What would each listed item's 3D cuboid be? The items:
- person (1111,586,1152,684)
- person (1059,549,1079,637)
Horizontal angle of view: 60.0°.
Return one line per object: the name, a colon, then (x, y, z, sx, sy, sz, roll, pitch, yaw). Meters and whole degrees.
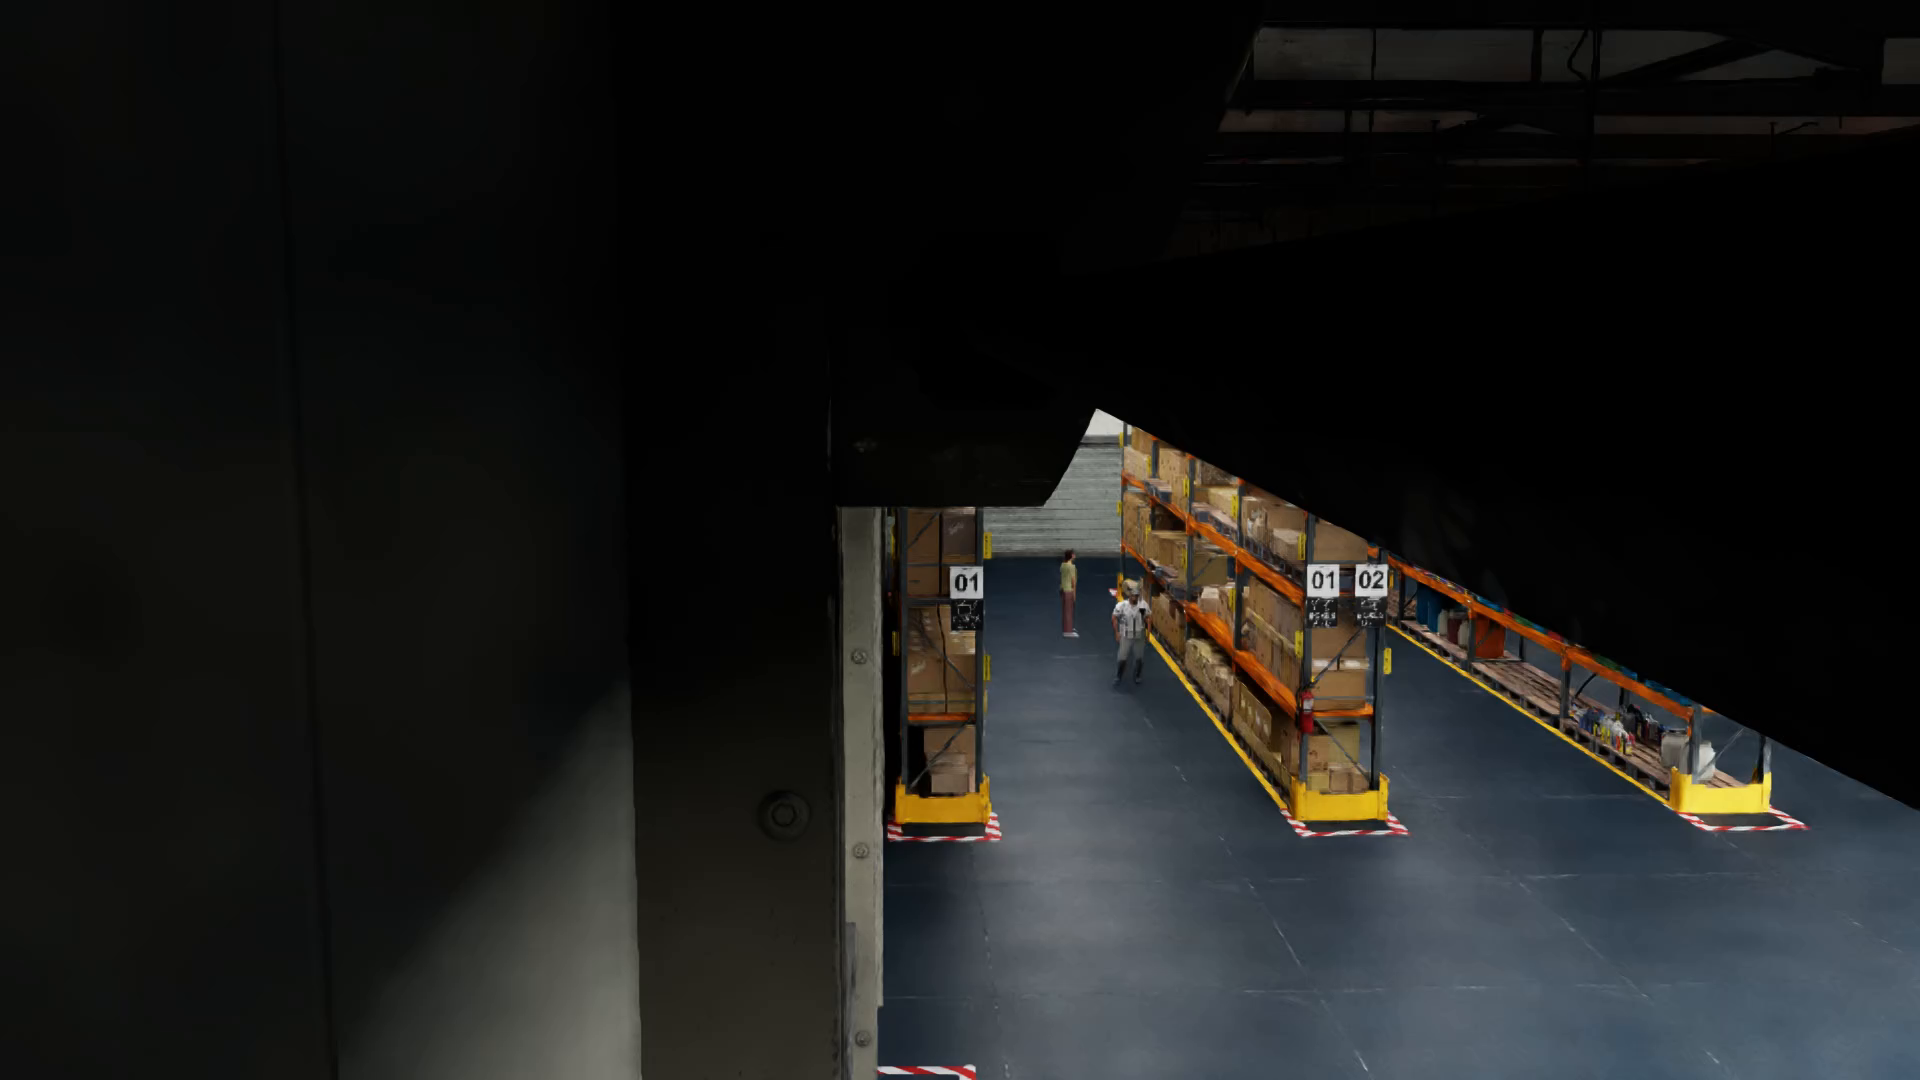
person: (2.879, 1.579, 27.898, 0.682, 1.710, 0.542, -1, 8, -4)
person: (2.136, 0.994, 32.013, 0.452, 1.679, 0.539, -4, 9, -29)
